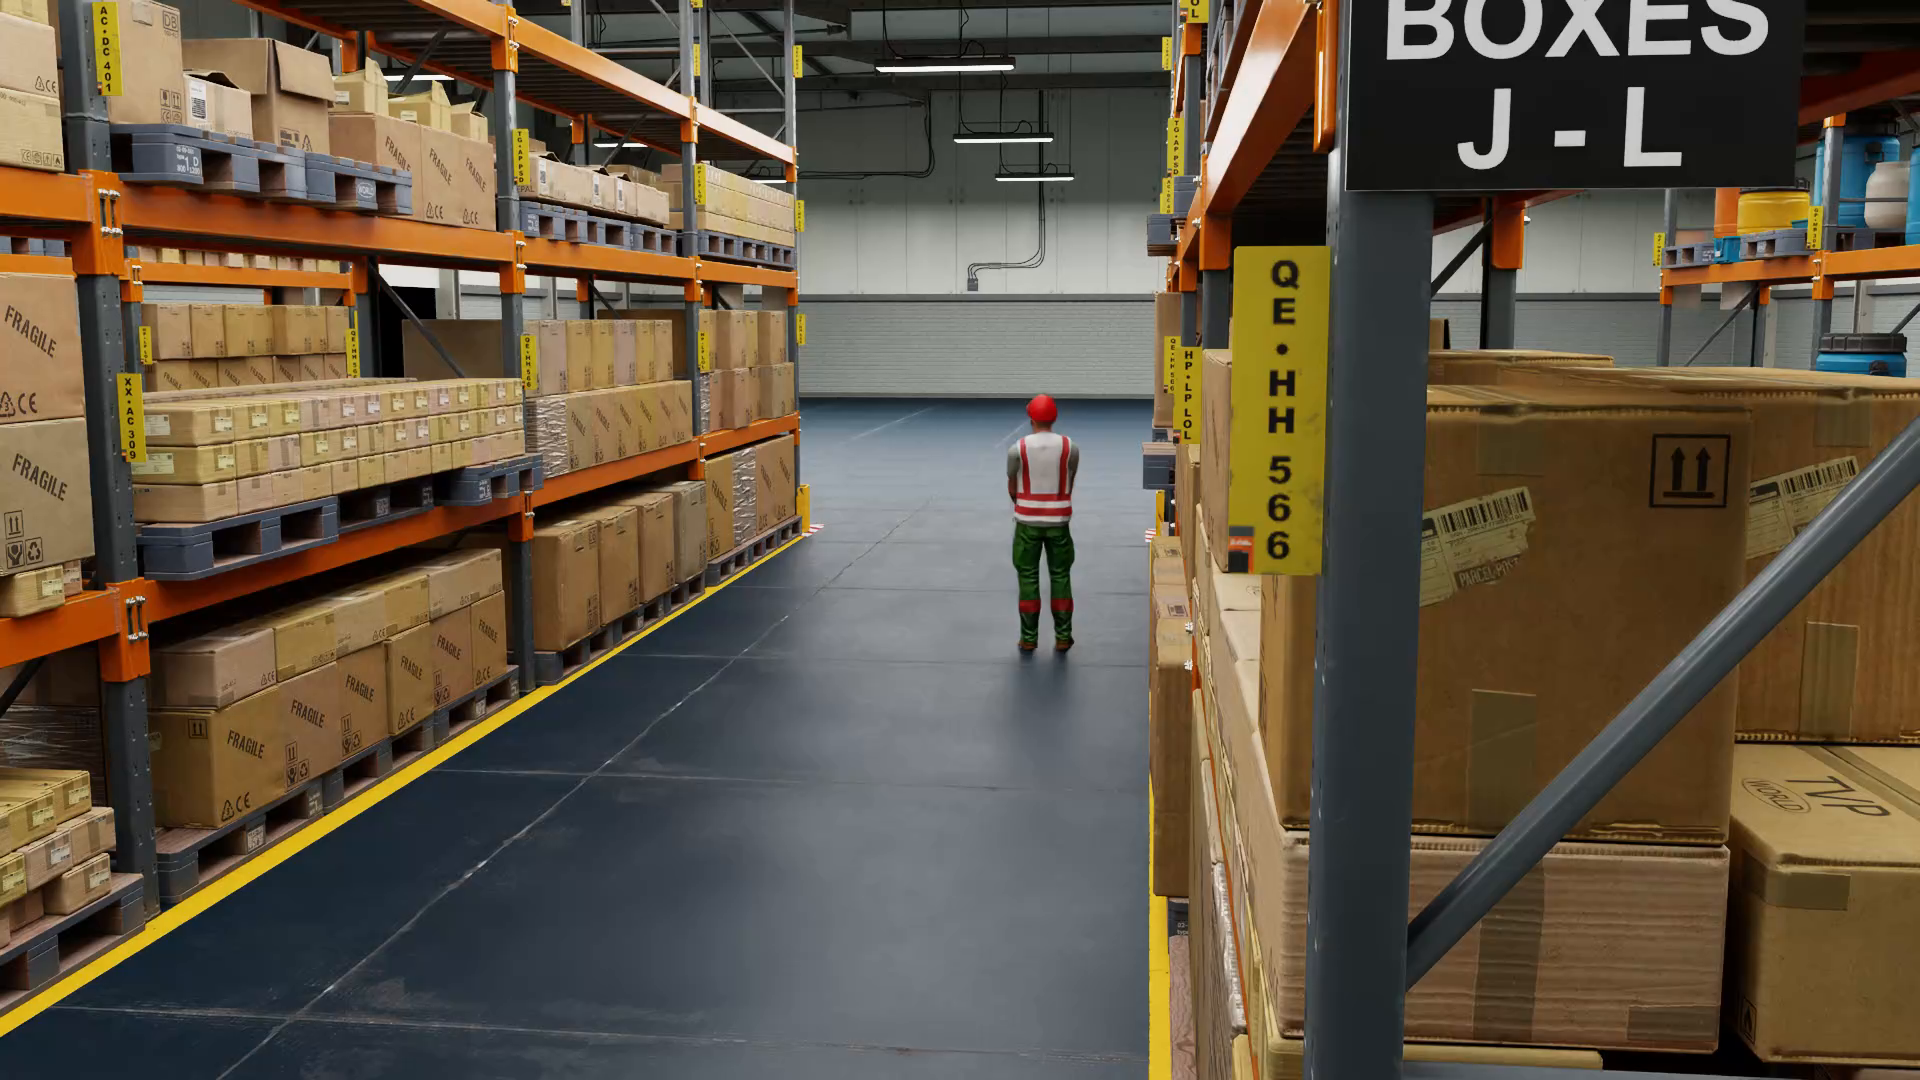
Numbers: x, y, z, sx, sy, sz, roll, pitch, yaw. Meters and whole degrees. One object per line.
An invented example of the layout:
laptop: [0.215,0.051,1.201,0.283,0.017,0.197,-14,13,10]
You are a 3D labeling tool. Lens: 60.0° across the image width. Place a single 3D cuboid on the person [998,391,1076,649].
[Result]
person: [0.552,-0.146,11.674,0.468,1.799,0.584,5,9,36]
